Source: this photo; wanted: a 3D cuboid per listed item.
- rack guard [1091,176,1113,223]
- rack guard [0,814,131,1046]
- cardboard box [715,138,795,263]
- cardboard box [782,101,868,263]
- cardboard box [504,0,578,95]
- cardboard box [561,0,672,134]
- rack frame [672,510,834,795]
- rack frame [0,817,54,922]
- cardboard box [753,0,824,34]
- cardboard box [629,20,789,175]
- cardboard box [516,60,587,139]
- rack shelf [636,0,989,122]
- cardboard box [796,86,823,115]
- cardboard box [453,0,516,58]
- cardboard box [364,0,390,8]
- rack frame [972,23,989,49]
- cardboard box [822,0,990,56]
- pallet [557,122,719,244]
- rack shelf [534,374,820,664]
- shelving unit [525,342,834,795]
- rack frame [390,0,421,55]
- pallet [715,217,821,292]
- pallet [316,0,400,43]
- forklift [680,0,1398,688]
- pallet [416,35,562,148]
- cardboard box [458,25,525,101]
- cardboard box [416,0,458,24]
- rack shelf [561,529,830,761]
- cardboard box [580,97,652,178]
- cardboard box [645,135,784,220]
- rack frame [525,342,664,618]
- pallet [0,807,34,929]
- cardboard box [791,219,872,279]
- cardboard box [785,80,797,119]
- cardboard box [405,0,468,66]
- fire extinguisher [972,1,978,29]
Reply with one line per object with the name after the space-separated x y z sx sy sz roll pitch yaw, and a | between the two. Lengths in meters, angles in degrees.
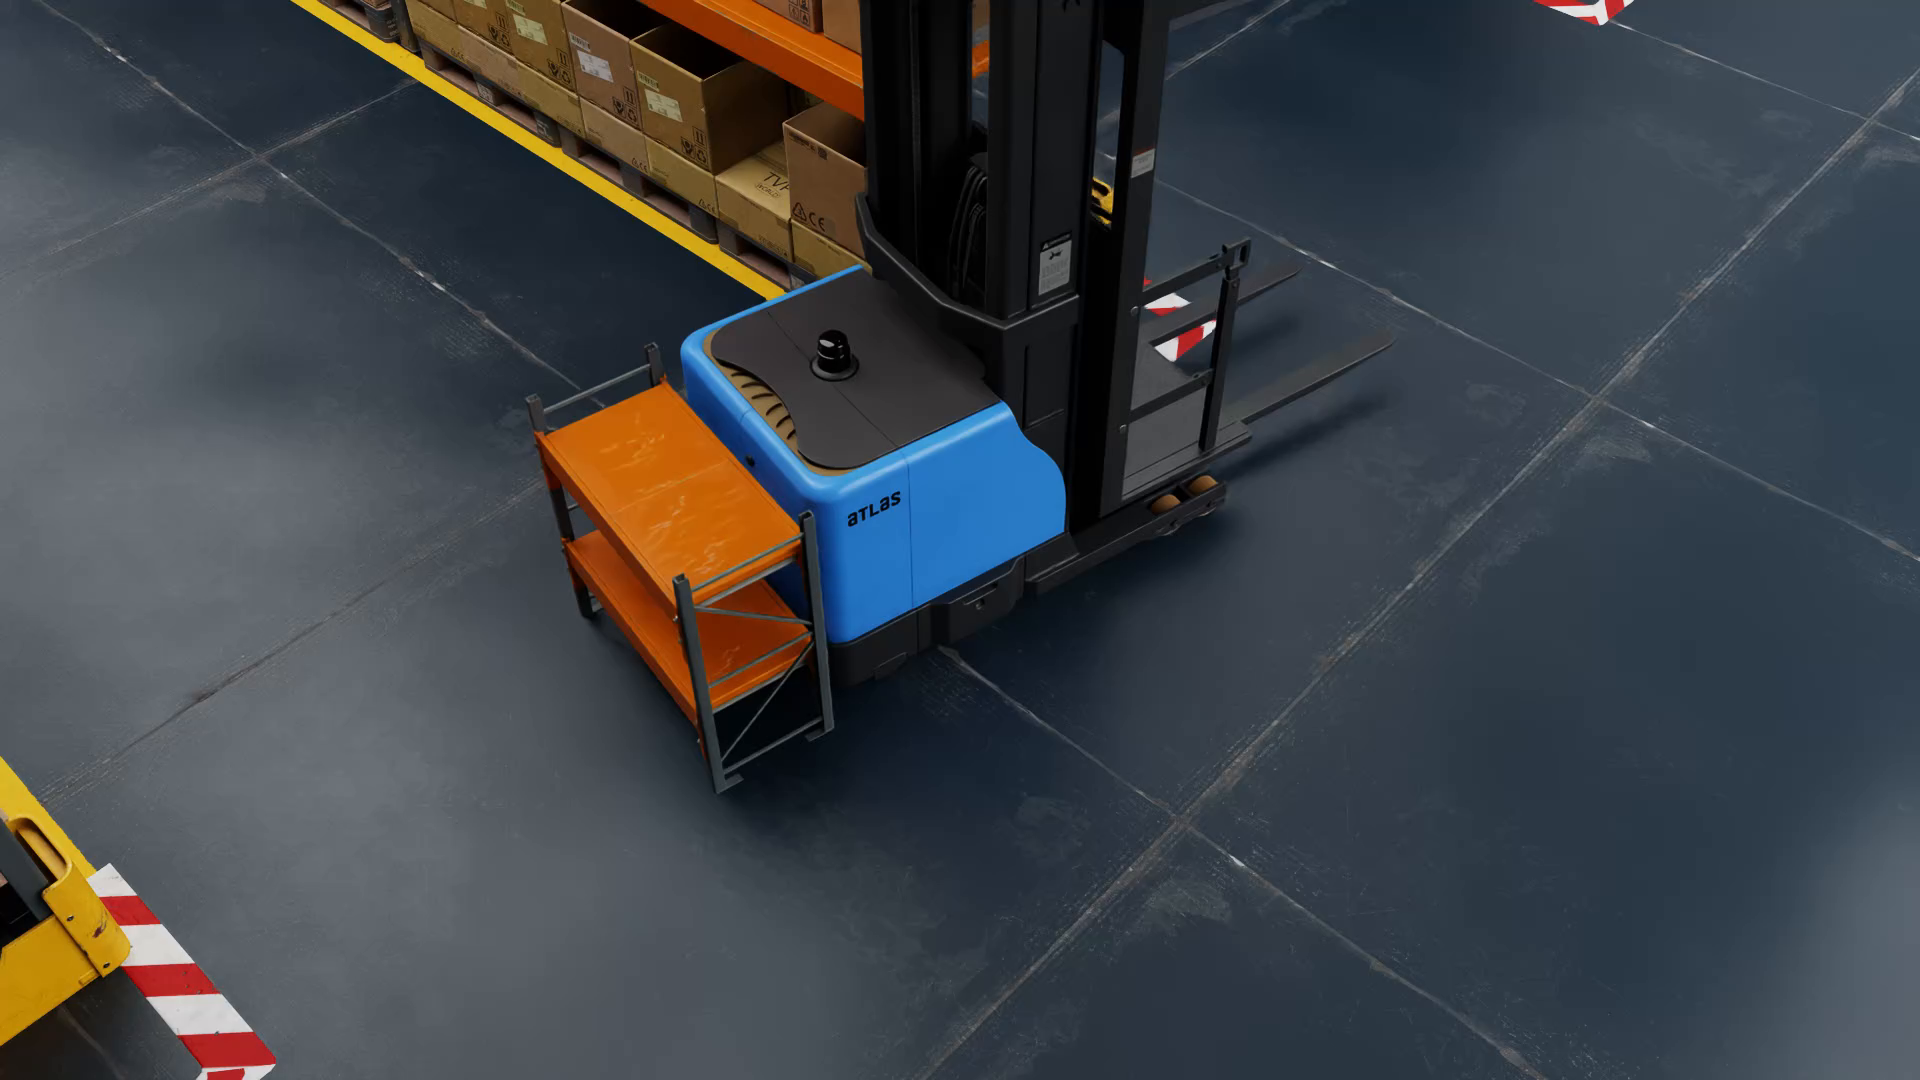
0.201 -1.193 7.527 0.348 0.500 1.175 34 55 28 | rack guard
-3.229 1.414 5.080 0.348 0.500 1.175 34 55 28 | rack guard
-0.786 -1.610 7.802 0.500 0.250 0.500 34 55 28 | cardboard box
-0.412 -1.625 7.302 0.500 0.500 0.500 34 55 28 | cardboard box
-1.892 -2.606 8.223 0.500 0.500 0.500 34 55 28 | cardboard box
-1.523 -2.360 7.992 0.500 0.500 0.500 34 55 28 | cardboard box
-0.672 0.403 5.599 0.500 1.125 0.032 -28 53 -24 | rack frame
-3.173 0.596 4.133 0.127 3.000 1.000 34 55 28 | rack frame
-0.540 -2.589 7.055 0.500 0.500 0.700 35 56 29 | cardboard box
-1.157 -2.112 7.759 0.500 0.500 0.500 34 55 28 | cardboard box
-1.893 -2.349 8.496 0.500 0.250 0.500 34 55 28 | cardboard box
-1.286 -2.803 7.817 4.000 0.370 1.077 34 55 28 | rack shelf
-0.428 -2.150 7.795 0.500 0.500 0.500 34 55 28 | cardboard box
-2.254 -2.857 8.459 0.500 0.500 0.500 34 55 28 | cardboard box
-3.257 -3.290 9.380 0.500 0.250 0.500 33 55 27 | cardboard box
0.184 -2.060 6.627 0.127 3.000 1.000 34 55 28 | rack frame
-0.151 -2.332 6.813 0.500 0.500 0.700 34 55 28 | cardboard box
-1.299 -2.065 8.544 1.213 0.211 1.003 34 55 28 | pallet
-0.971 -0.097 5.667 0.538 0.278 1.000 -28 53 -24 | rack shelf
-0.971 0.104 5.881 0.538 1.125 1.048 -28 53 -24 | shelving unit
-2.756 -4.038 8.484 0.127 3.000 1.000 34 55 28 | rack frame
-0.407 -1.461 7.977 1.213 0.211 1.003 34 55 28 | pallet
-3.323 -3.427 9.823 1.213 0.211 1.003 34 55 28 | pallet
0.482 -1.316 5.975 3.031 2.935 1.130 -27 52 -23 | forklift
-2.200 -2.668 9.110 1.213 0.211 1.003 34 55 28 | pallet
-2.256 -2.599 8.731 0.500 0.250 0.500 34 55 28 | cardboard box
-2.627 -3.100 8.687 0.500 0.500 0.500 34 55 28 | cardboard box
-0.971 0.271 6.059 0.538 0.278 1.000 -28 53 -24 | rack shelf
-1.521 -2.105 8.267 0.500 0.250 0.500 34 55 28 | cardboard box
-1.155 -1.857 8.034 0.500 0.250 0.500 34 55 28 | cardboard box
-1.270 -0.196 6.162 0.500 1.125 0.032 -28 53 -24 | rack frame
-3.802 1.092 5.580 1.213 0.211 1.003 34 55 28 | pallet
-0.411 -1.370 7.576 0.500 0.250 0.500 34 55 28 | cardboard box
-0.804 -2.390 8.020 0.500 0.500 0.500 34 55 28 | cardboard box
-2.620 -2.849 8.965 0.500 0.250 0.500 34 55 28 | cardboard box
-0.044 -1.726 6.366 0.183 0.674 0.296 34 55 28 | fire extinguisher
